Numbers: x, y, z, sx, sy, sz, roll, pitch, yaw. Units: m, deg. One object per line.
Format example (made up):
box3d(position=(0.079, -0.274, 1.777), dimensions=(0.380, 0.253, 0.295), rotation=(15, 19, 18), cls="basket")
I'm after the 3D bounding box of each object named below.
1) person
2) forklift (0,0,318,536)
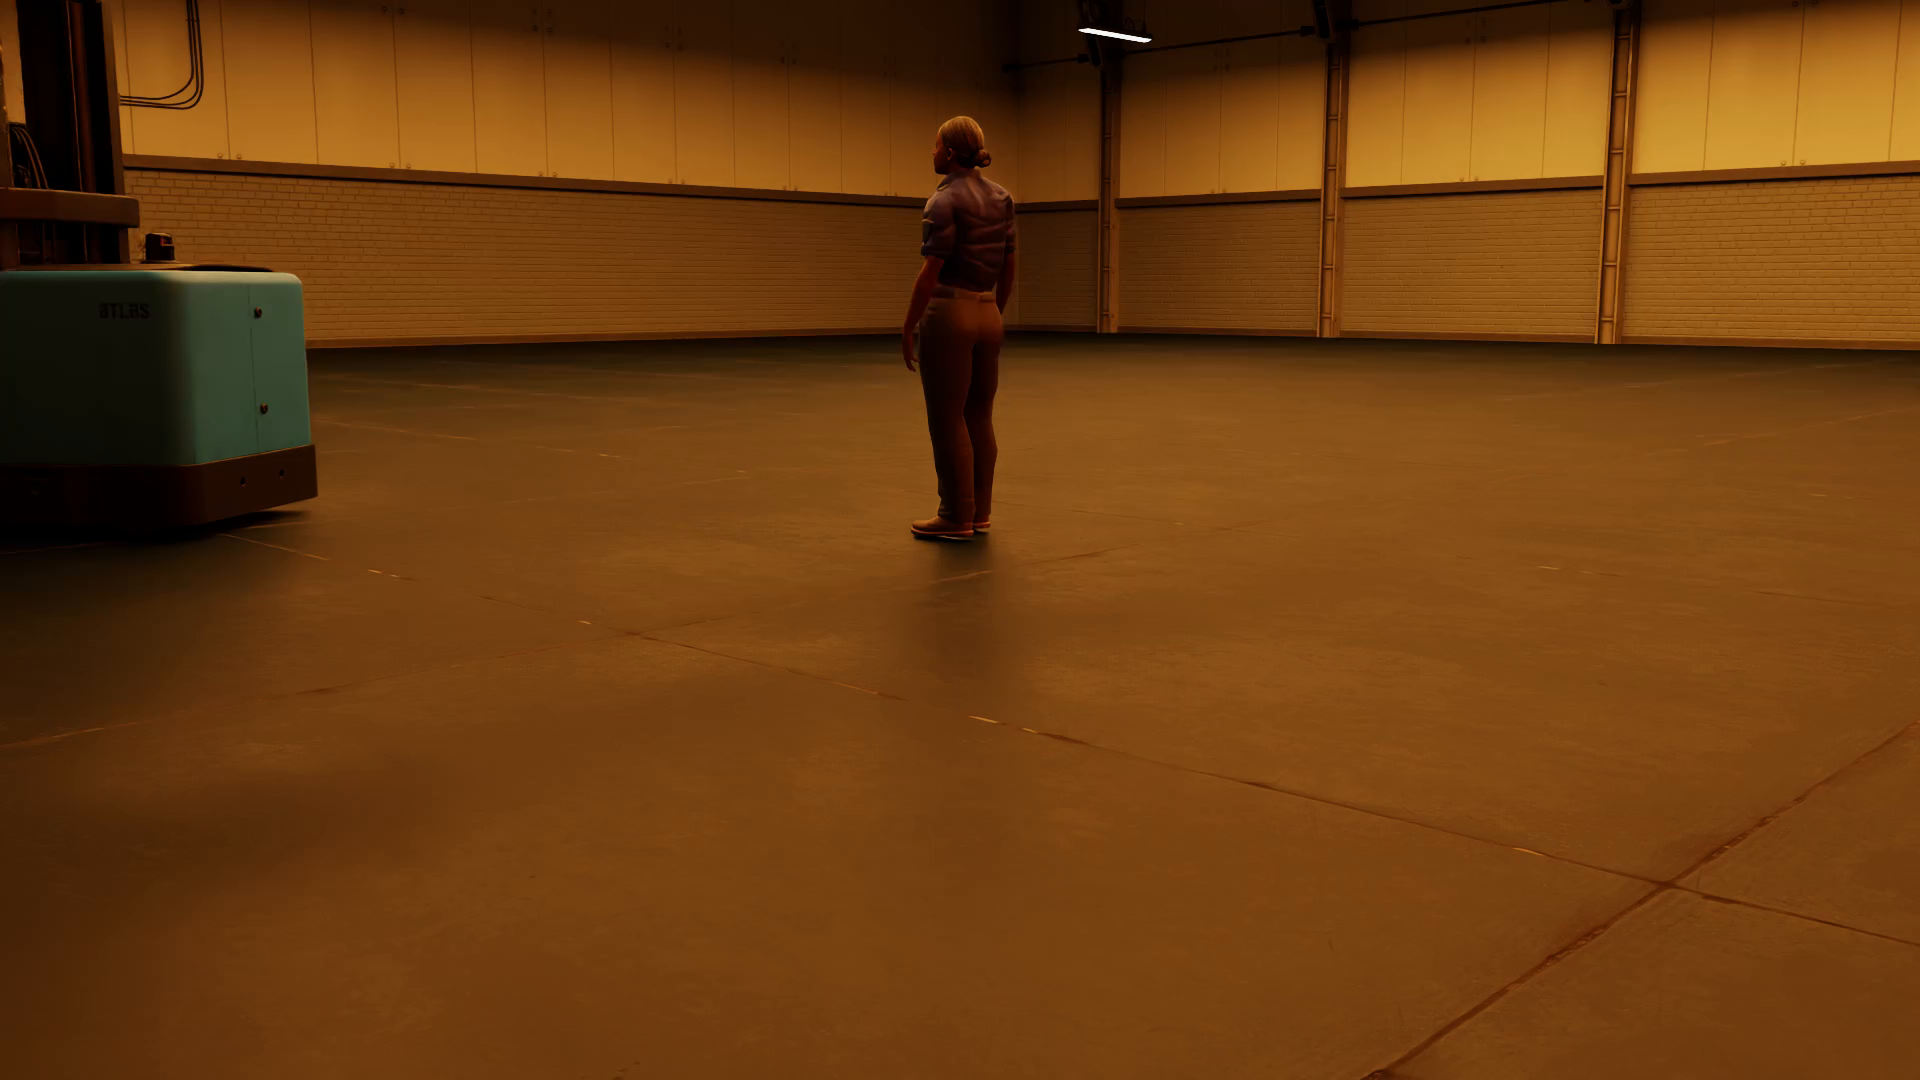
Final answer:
box3d(position=(-0.049, -0.836, 6.667), dimensions=(0.504, 1.654, 0.569), rotation=(8, 12, 43), cls="person")
box3d(position=(-4.468, -1.538, 7.090), dimensions=(3.031, 2.935, 1.130), rotation=(1, 9, 8), cls="forklift")
